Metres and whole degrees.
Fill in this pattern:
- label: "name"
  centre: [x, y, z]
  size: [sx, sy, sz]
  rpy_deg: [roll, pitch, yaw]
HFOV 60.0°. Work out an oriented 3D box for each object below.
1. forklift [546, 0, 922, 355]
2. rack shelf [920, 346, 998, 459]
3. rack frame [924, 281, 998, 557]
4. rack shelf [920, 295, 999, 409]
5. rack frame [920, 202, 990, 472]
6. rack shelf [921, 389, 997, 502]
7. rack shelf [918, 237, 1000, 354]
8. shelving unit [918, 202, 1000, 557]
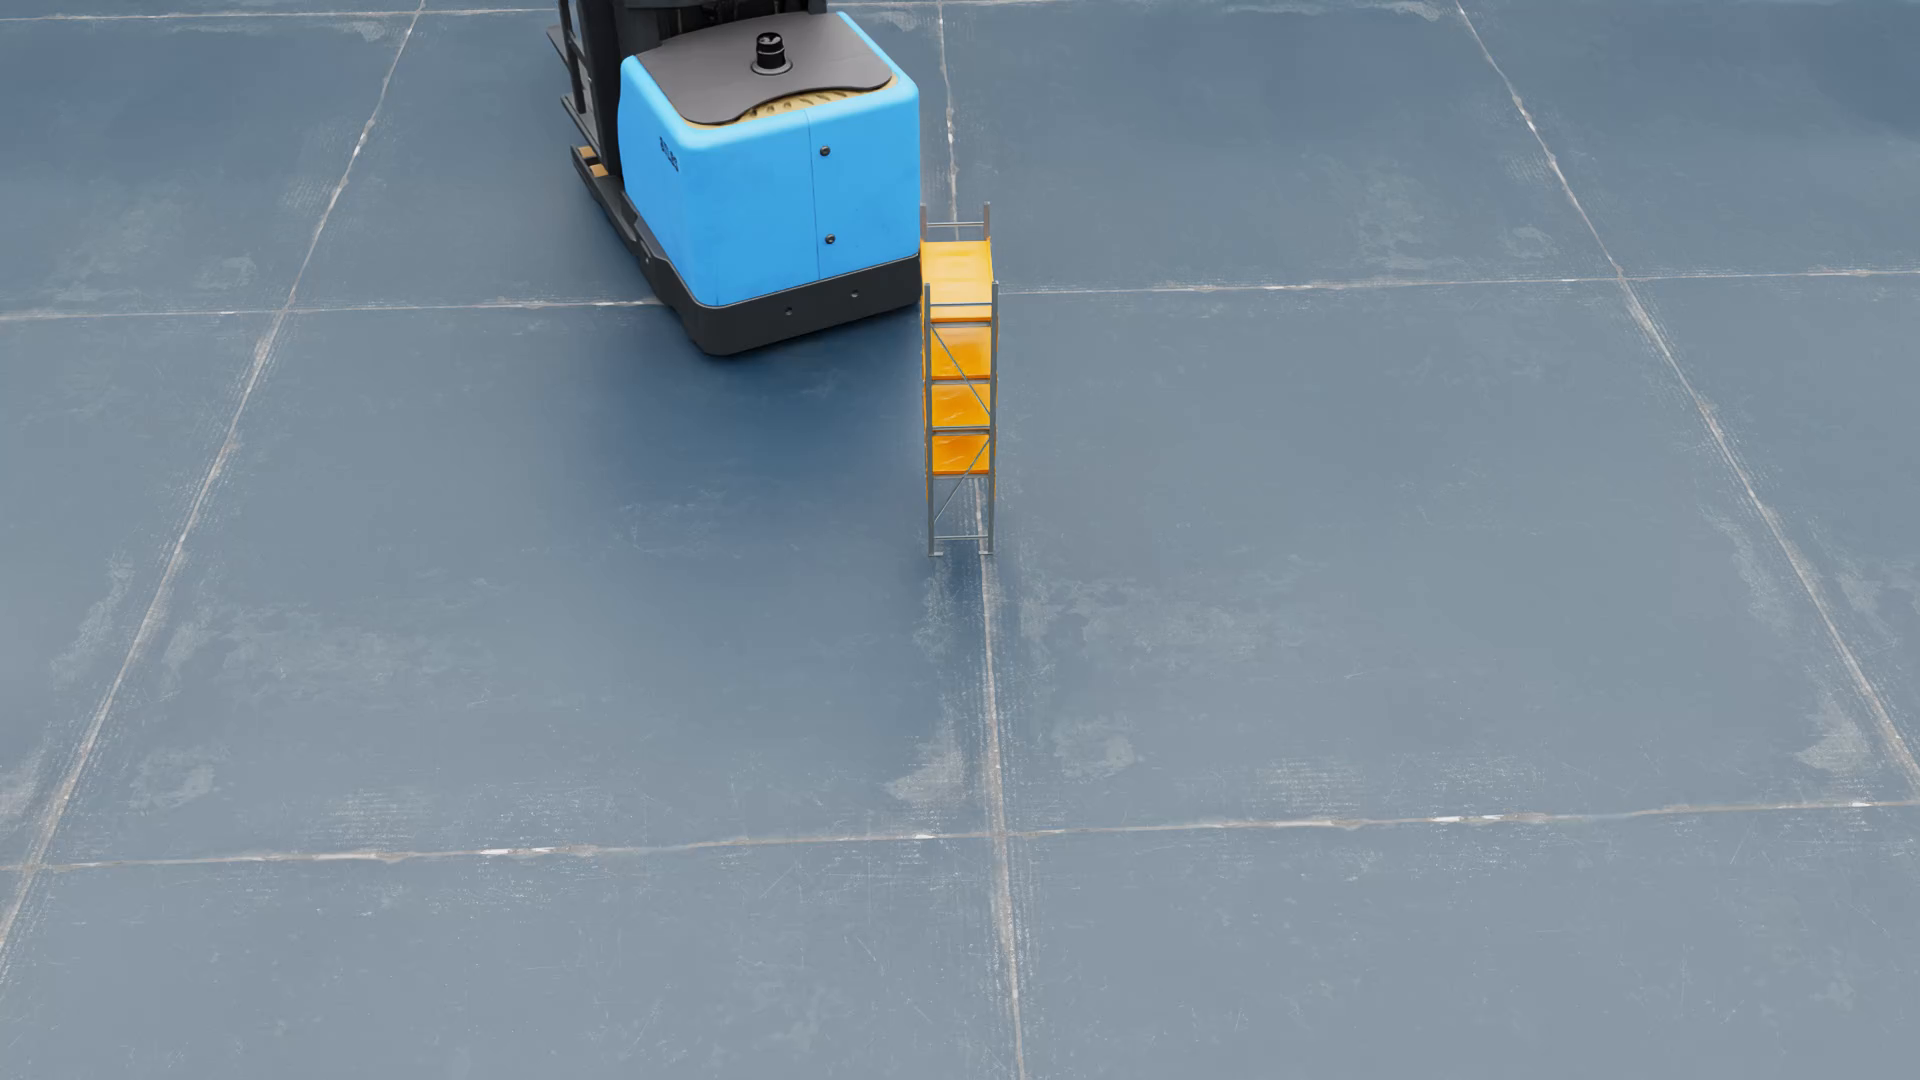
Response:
- label: "forklift"
  centre: [-1.250, -2.853, 7.193]
  size: [1.130, 2.935, 3.031]
  rpy_deg: [-18, 46, -19]
- label: "rack shelf"
  centre: [-0.007, -0.504, 6.012]
  size: [0.258, 0.148, 0.480]
  rpy_deg: [-2, 43, -2]
- label: "rack frame"
  centre: [0.003, -0.389, 5.787]
  size: [0.240, 1.200, 0.015]
  rpy_deg: [-2, 43, -2]
- label: "rack shelf"
  centre: [-0.007, -0.669, 5.861]
  size: [0.258, 0.148, 0.480]
  rpy_deg: [-2, 43, -2]
- label: "rack frame"
  centre: [-0.017, -0.719, 6.146]
  size: [0.240, 1.200, 0.015]
  rpy_deg: [-2, 43, -2]
- label: "rack shelf"
  centre: [-0.007, -0.358, 6.146]
  size: [0.258, 0.148, 0.480]
  rpy_deg: [-2, 43, -2]
- label: "rack shelf"
  centre: [-0.007, -0.844, 5.701]
  size: [0.258, 0.148, 0.480]
  rpy_deg: [-2, 43, -2]
- label: "shelving unit"
  centre: [-0.007, -0.554, 5.966]
  size: [0.258, 1.200, 0.503]
  rpy_deg: [-2, 43, -2]
